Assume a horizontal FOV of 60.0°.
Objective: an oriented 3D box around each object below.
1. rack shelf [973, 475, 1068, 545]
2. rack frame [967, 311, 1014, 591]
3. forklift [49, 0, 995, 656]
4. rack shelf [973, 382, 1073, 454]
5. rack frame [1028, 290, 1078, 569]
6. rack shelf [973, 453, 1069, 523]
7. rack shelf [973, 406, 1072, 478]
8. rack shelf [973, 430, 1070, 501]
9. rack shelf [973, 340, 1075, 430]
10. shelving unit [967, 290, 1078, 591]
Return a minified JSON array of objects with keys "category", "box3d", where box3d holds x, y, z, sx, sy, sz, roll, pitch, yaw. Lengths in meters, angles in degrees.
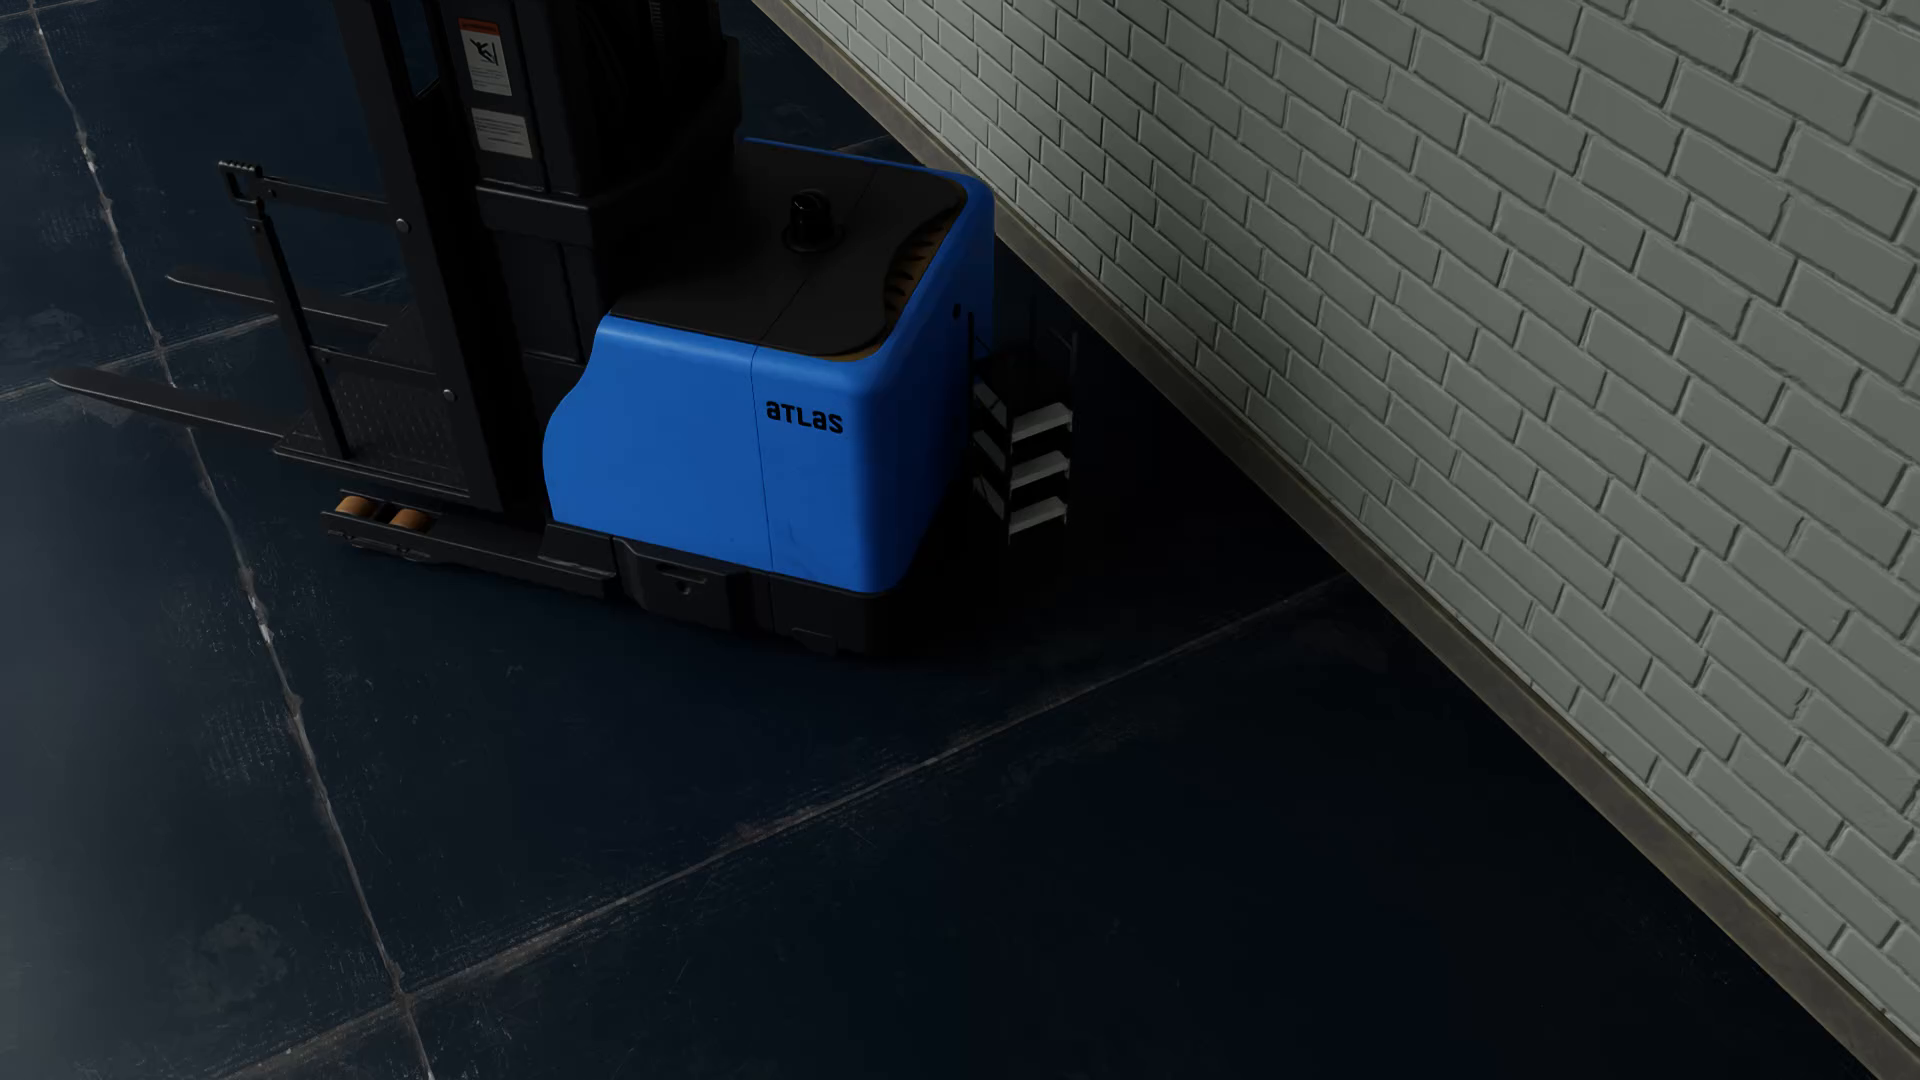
[{"category":"rack shelf","box3d":[0.173,-0.120,5.034,0.200,0.077,0.258,-21,48,-20]},{"category":"rack frame","box3d":[0.084,-0.239,4.850,0.006,0.900,0.240,-21,48,-20]},{"category":"forklift","box3d":[-1.461,-1.320,4.506,3.031,2.935,1.130,13,46,13]},{"category":"rack shelf","box3d":[0.173,-0.378,4.783,0.200,0.077,0.258,-21,48,-20]},{"category":"rack frame","box3d":[0.262,-0.307,4.920,0.006,0.900,0.240,-21,48,-20]},{"category":"rack shelf","box3d":[0.173,-0.185,4.971,0.200,0.077,0.258,-21,48,-20]},{"category":"rack shelf","box3d":[0.173,-0.314,4.846,0.200,0.077,0.258,-21,48,-20]},{"category":"rack shelf","box3d":[0.173,-0.249,4.908,0.200,0.077,0.258,-21,48,-20]},{"category":"rack shelf","box3d":[0.173,-0.443,4.720,0.200,0.077,0.258,-21,48,-20]},{"category":"shelving unit","box3d":[0.173,-0.273,4.885,0.210,0.900,0.258,-21,48,-20]}]
